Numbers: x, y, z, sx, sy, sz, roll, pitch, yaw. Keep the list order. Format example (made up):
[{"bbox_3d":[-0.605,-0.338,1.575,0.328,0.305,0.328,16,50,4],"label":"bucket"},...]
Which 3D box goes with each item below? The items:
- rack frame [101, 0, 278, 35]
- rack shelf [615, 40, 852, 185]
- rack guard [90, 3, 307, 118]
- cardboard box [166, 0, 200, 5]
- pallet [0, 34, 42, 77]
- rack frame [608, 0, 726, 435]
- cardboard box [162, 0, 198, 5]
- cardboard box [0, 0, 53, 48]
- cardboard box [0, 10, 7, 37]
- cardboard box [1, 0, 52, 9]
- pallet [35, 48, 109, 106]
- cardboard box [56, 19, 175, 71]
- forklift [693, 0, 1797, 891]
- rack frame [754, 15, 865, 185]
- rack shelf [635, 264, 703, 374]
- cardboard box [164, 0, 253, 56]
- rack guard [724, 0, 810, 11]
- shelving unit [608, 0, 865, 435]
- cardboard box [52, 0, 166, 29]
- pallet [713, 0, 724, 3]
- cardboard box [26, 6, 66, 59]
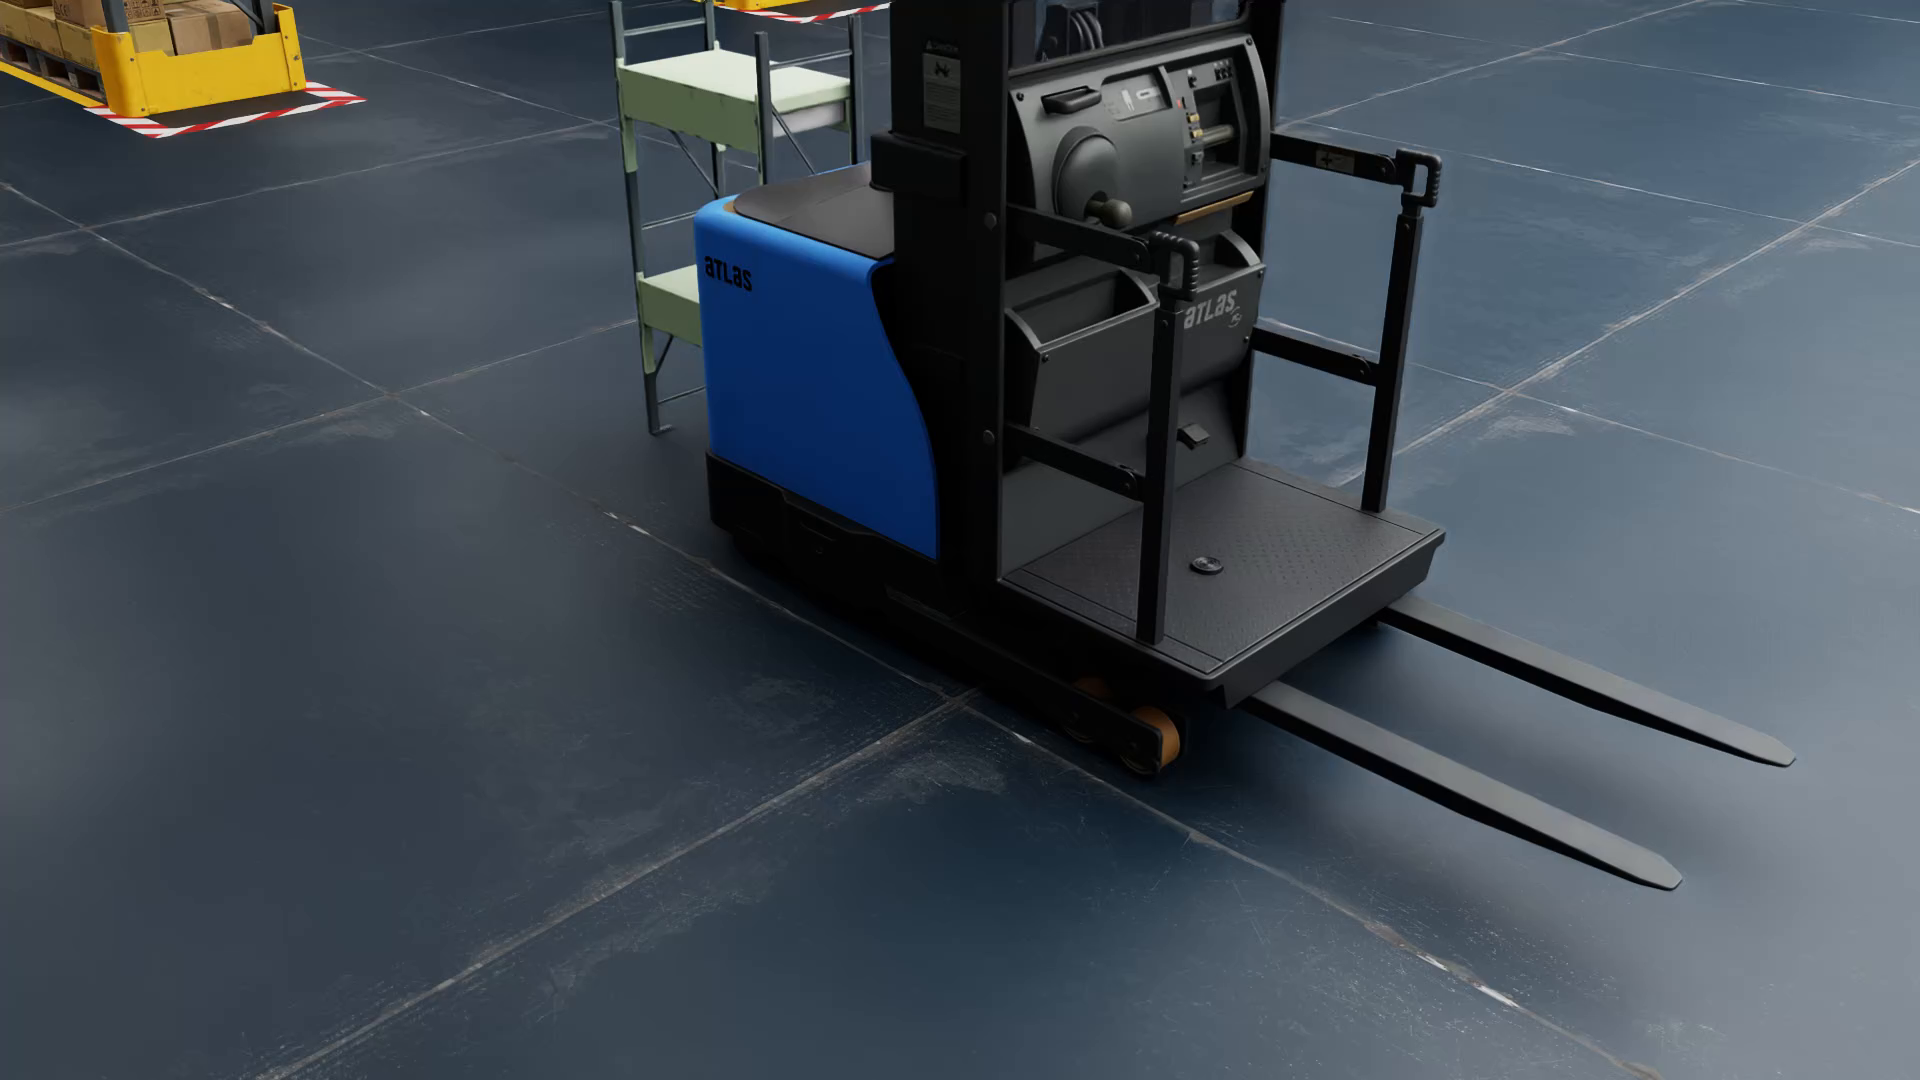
[{"bbox_3d":[-4.794,-4.151,9.921,0.127,3.000,1.000,25,36,38],"label":"rack frame"},{"bbox_3d":[-0.710,-1.336,5.340,0.720,0.370,0.431,25,36,38],"label":"rack shelf"},{"bbox_3d":[-4.777,-3.036,10.487,0.348,0.500,1.175,25,36,38],"label":"rack guard"},{"bbox_3d":[-5.380,-3.530,11.244,0.500,0.250,0.500,25,36,38],"label":"cardboard box"},{"bbox_3d":[-6.235,-3.550,11.775,1.213,0.211,1.003,25,36,38],"label":"pallet"},{"bbox_3d":[-0.970,-1.110,5.749,0.023,1.500,0.400,25,36,38],"label":"rack frame"},{"bbox_3d":[-5.379,-3.863,11.071,0.500,0.500,0.500,25,36,38],"label":"cardboard box"},{"bbox_3d":[-6.107,-3.518,11.221,0.500,0.250,0.500,25,36,38],"label":"cardboard box"},{"bbox_3d":[-6.462,-3.682,11.532,0.500,0.250,0.500,25,36,38],"label":"cardboard box"},{"bbox_3d":[-6.109,-3.849,11.045,0.500,0.500,0.500,25,36,38],"label":"cardboard box"},{"bbox_3d":[-5.369,-3.152,11.018,1.213,0.211,1.003,25,36,38],"label":"pallet"},{"bbox_3d":[-5.384,-3.196,10.609,0.500,0.250,0.500,25,36,38],"label":"cardboard box"},{"bbox_3d":[0.617,-0.988,3.980,3.031,2.935,1.130,25,36,38],"label":"forklift"},{"bbox_3d":[-0.449,-0.870,5.294,0.023,1.500,0.400,25,36,38],"label":"rack frame"},{"bbox_3d":[-0.710,-0.702,5.673,0.720,0.370,0.431,25,36,38],"label":"rack shelf"},{"bbox_3d":[-5.021,-3.368,10.936,0.500,0.250,0.500,25,36,38],"label":"cardboard box"},{"bbox_3d":[-1.406,-4.696,13.644,0.348,0.500,1.175,25,36,38],"label":"rack guard"},{"bbox_3d":[-0.710,-0.990,5.521,0.755,1.500,0.431,25,36,38],"label":"shelving unit"},{"bbox_3d":[-5.385,-3.528,10.433,0.500,0.500,0.500,25,36,38],"label":"cardboard box"},{"bbox_3d":[-1.982,-4.835,14.219,1.213,0.211,1.003,25,36,38],"label":"pallet"},{"bbox_3d":[-5.749,-3.356,10.912,0.500,0.250,0.500,25,36,38],"label":"cardboard box"}]
